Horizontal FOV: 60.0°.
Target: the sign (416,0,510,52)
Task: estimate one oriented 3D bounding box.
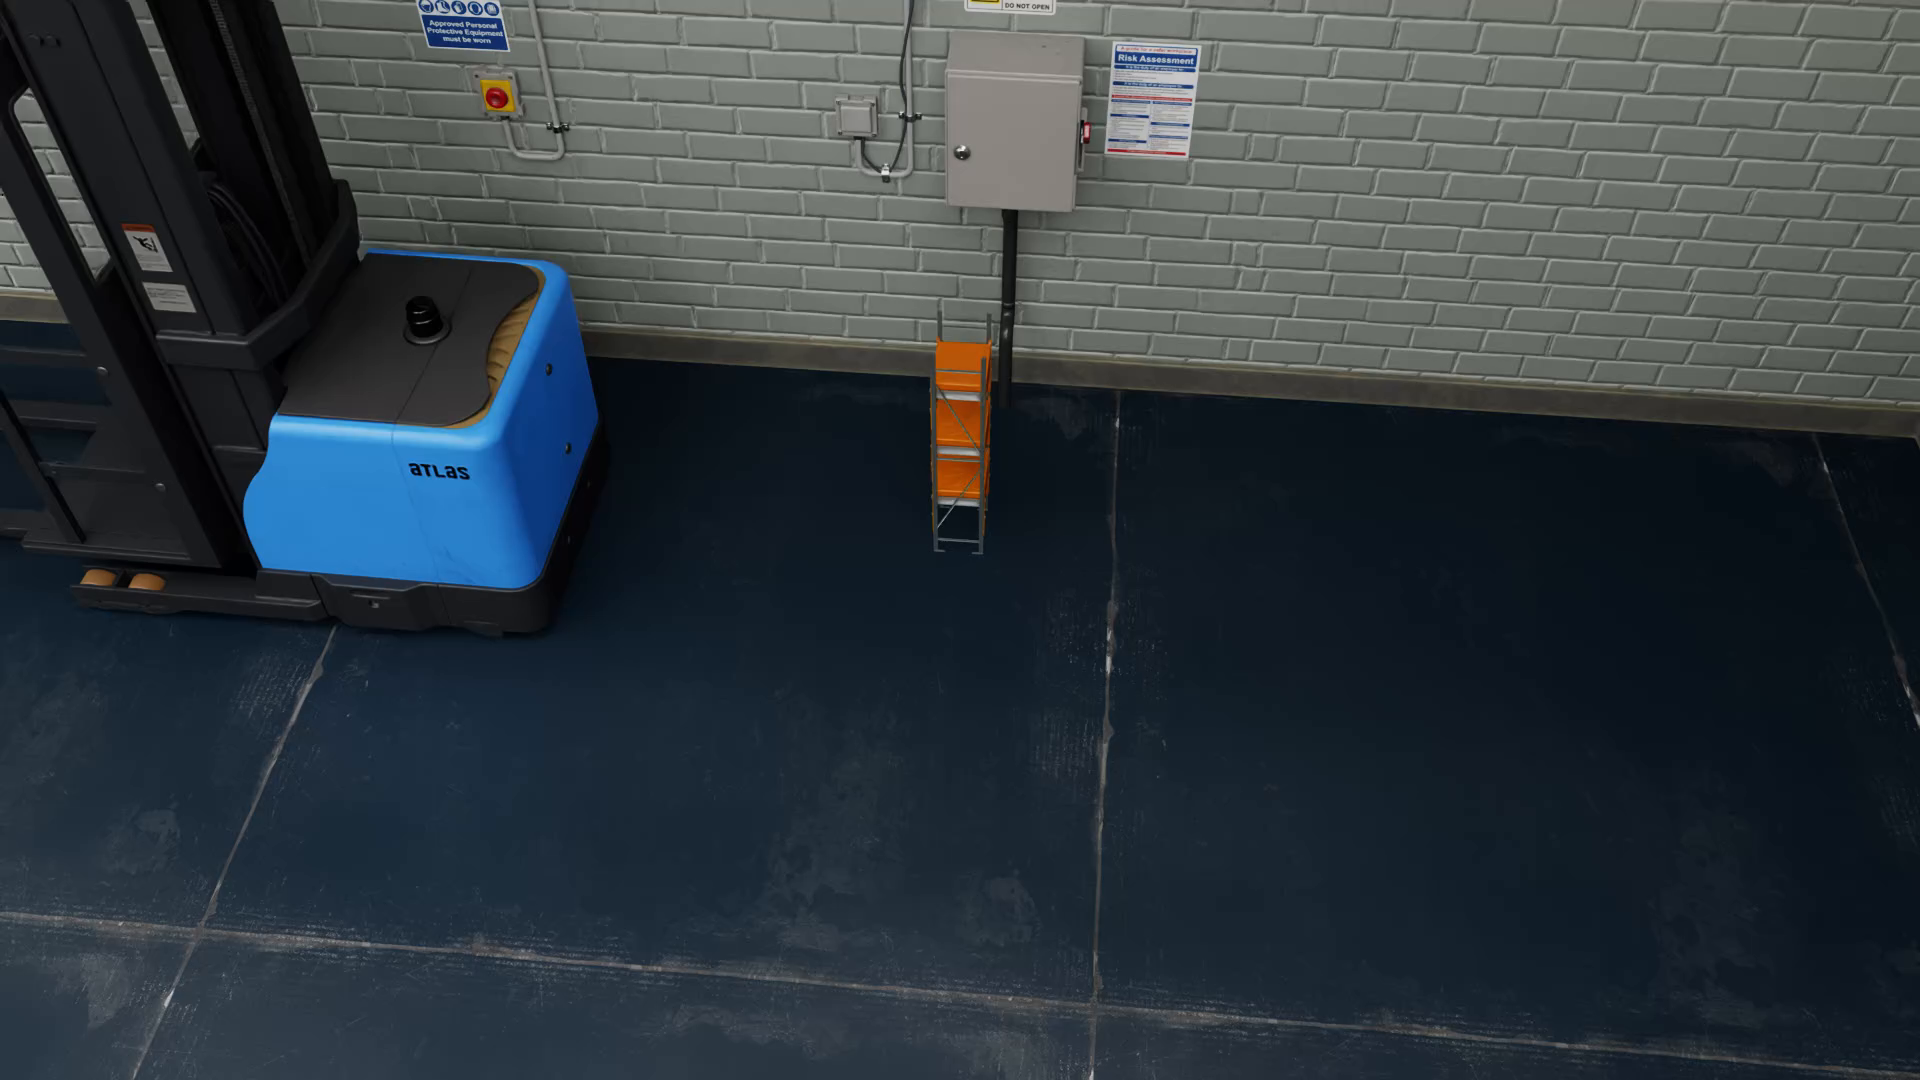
[{"bbox_3d":[-1.902,-1.973,6.365,0.327,0.218,0.001,4,48,4],"label":"sign"}]

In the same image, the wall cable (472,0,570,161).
[{"bbox_3d":[-1.860,-2.187,6.034,0.585,1.953,0.123,4,48,4],"label":"wall cable"}]

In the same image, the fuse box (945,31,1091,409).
[{"bbox_3d":[0.219,-1.150,6.668,0.539,1.711,0.414,4,48,4],"label":"fuse box"}]

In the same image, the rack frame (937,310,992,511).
[{"bbox_3d":[0.016,-0.483,6.507,0.200,1.050,0.008,4,48,4],"label":"rack frame"}]

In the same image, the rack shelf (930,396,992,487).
[{"bbox_3d":[0.005,-0.387,6.432,0.215,0.259,0.240,4,48,4],"label":"rack shelf"}]

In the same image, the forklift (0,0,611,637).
[{"bbox_3d":[-3.018,-1.085,5.782,3.031,2.935,1.130,5,48,4],"label":"forklift"}]

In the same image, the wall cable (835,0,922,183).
[{"bbox_3d":[-0.446,-2.090,5.966,0.588,1.984,0.122,4,48,4],"label":"wall cable"}]

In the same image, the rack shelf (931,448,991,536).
[{"bbox_3d":[0.005,-0.199,6.637,0.215,0.259,0.240,4,48,4],"label":"rack shelf"}]

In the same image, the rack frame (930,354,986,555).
[{"bbox_3d":[-0.006,-0.304,6.343,0.200,1.050,0.008,4,48,4],"label":"rack frame"}]

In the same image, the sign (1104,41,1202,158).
[{"bbox_3d":[0.730,-1.672,6.337,0.329,0.494,0.001,4,48,4],"label":"sign"}]

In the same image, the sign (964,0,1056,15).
[{"bbox_3d":[0.183,-2.020,6.031,0.339,0.242,0.001,4,48,4],"label":"sign"}]

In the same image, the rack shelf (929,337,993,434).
[{"bbox_3d":[0.005,-0.578,6.223,0.215,0.259,0.240,4,48,4],"label":"rack shelf"}]

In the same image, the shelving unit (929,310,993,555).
[{"bbox_3d":[0.005,-0.394,6.425,0.215,1.050,0.252,4,48,4],"label":"shelving unit"}]
